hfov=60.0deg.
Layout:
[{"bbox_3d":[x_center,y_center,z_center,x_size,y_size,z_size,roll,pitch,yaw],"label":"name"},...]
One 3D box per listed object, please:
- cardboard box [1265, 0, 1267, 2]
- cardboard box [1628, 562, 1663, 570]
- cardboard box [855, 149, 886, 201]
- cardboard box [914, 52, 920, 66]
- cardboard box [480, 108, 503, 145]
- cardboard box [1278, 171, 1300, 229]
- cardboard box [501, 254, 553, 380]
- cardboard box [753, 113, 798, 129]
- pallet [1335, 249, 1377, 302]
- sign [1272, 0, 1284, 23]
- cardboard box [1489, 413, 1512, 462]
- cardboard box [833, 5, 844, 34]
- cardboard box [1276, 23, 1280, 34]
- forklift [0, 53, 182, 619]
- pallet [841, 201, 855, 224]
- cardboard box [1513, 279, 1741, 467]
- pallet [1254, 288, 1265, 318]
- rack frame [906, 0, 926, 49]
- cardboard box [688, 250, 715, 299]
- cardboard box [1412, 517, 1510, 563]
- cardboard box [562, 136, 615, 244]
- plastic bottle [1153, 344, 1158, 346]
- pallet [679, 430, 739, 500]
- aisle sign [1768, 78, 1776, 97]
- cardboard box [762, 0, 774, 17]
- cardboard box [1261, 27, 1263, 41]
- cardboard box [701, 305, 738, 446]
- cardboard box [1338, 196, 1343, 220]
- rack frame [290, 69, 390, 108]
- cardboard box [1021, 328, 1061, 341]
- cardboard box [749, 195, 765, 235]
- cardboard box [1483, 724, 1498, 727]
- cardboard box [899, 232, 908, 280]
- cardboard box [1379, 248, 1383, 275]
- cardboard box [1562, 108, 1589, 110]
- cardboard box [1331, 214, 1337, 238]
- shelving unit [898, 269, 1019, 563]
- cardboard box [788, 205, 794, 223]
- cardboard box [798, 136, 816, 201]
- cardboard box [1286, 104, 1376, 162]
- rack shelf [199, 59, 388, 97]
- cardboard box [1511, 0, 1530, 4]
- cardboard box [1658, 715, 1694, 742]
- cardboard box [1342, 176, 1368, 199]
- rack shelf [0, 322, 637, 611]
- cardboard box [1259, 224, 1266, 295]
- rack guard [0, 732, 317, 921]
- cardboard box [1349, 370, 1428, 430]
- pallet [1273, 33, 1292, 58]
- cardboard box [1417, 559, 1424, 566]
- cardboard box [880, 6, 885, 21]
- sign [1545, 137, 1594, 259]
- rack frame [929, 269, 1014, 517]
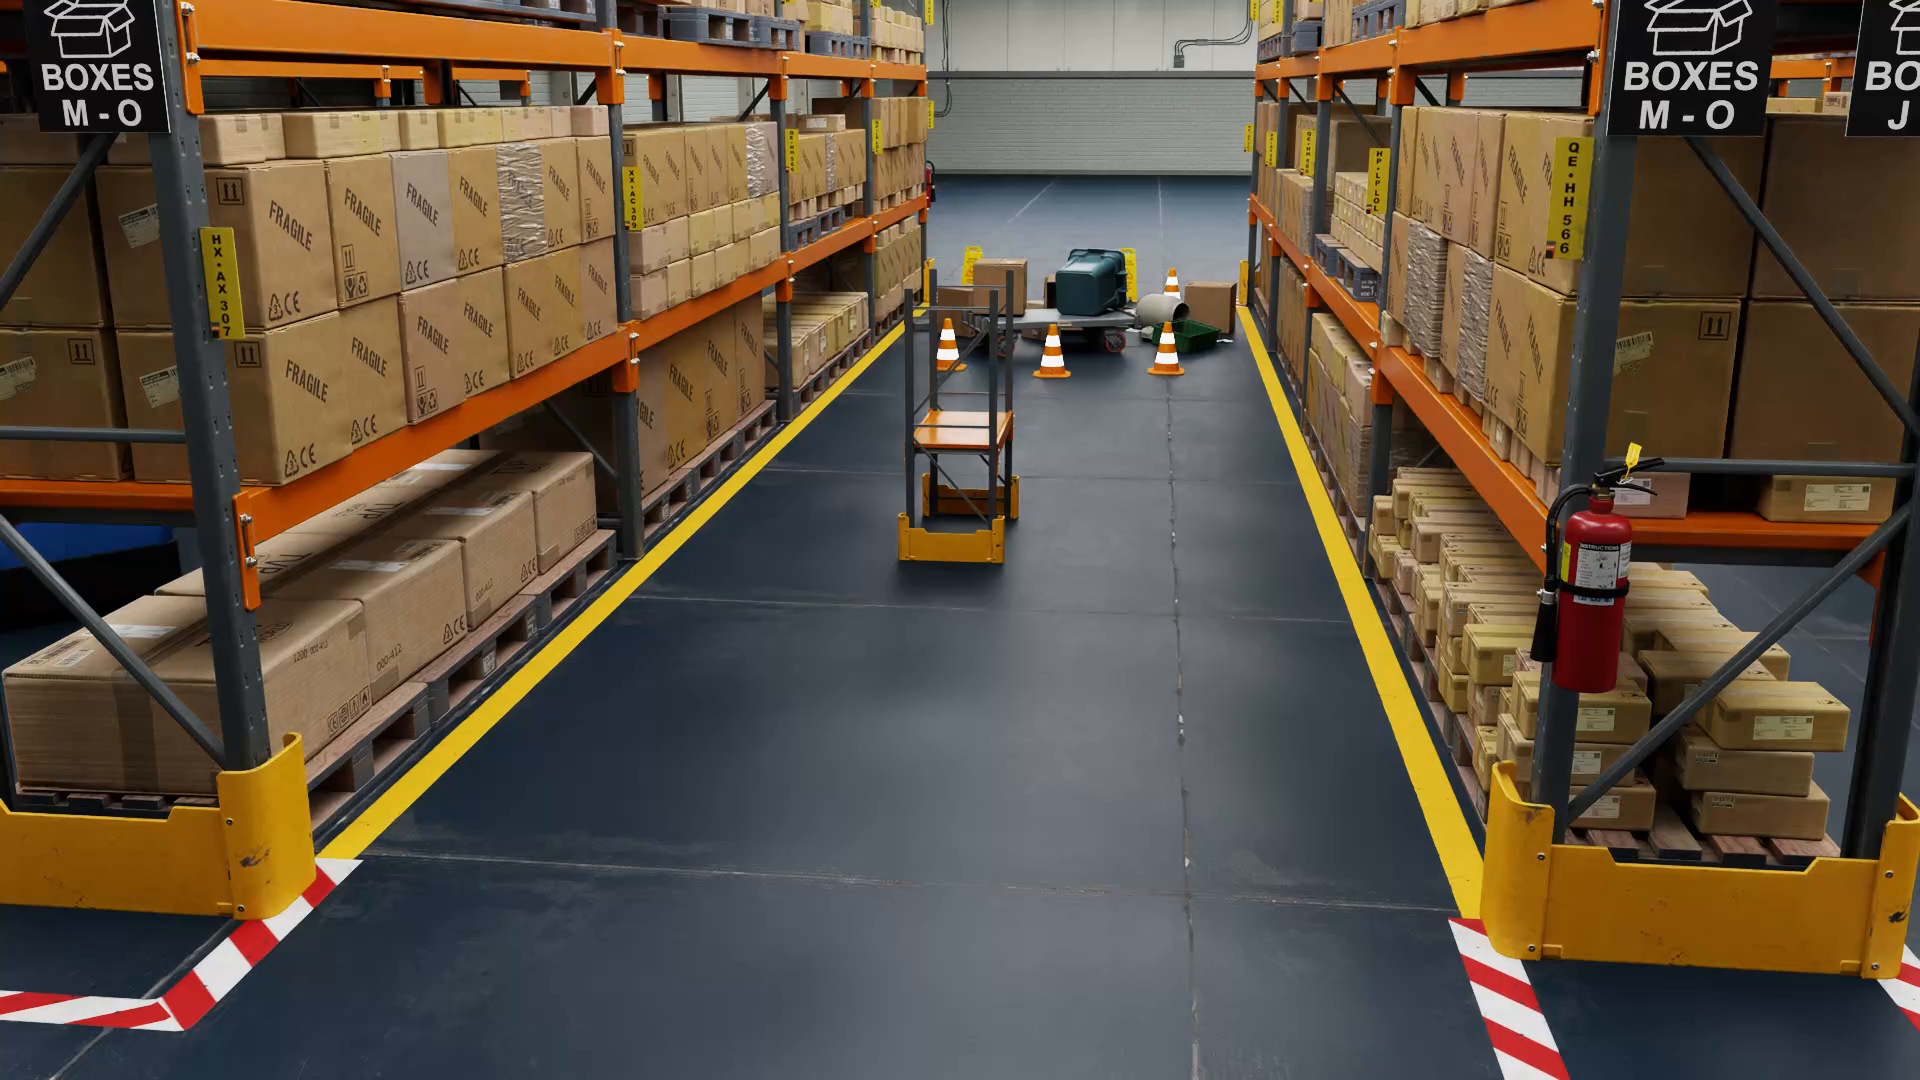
[{"bbox_3d":[3.544,-5.968,18.198,0.380,0.149,0.250,1,15,5],"label":"cardboard box"},{"bbox_3d":[2.667,0.154,6.863,0.380,0.149,0.250,2,15,6],"label":"cardboard box"},{"bbox_3d":[-1.041,-3.726,16.934,0.500,0.500,0.500,2,15,6],"label":"cardboard box"},{"bbox_3d":[-0.674,-5.626,19.458,0.380,0.149,0.250,2,15,7],"label":"cardboard box"},{"bbox_3d":[-2.196,-1.779,7.144,0.380,0.149,0.250,1,15,5],"label":"cardboard box"},{"bbox_3d":[3.180,-3.098,15.180,0.500,0.500,0.500,2,15,7],"label":"cardboard box"},{"bbox_3d":[-2.163,-1.010,7.457,0.500,0.500,0.500,1,15,5],"label":"cardboard box"},{"bbox_3d":[-1.772,-4.025,15.991,0.380,0.149,0.250,2,15,6],"label":"cardboard box"},{"bbox_3d":[2.929,-1.664,10.437,1.003,0.211,1.213,2,15,6],"label":"pallet"},{"bbox_3d":[3.011,-5.061,15.742,0.100,0.325,0.005,2,15,6],"label":"sign"},{"bbox_3d":[2.049,-0.364,5.742,0.380,0.149,0.250,2,15,8],"label":"cardboard box"},{"bbox_3d":[-1.351,-4.720,15.107,0.500,0.250,0.500,2,15,7],"label":"cardboard box"},{"bbox_3d":[3.314,-5.056,16.352,0.380,0.149,0.250,2,15,7],"label":"cardboard box"},{"bbox_3d":[-5.328,-1.323,8.939,1.130,2.935,3.031,-12,19,-38],"label":"forklift"},{"bbox_3d":[-1.598,-3.142,15.902,1.003,0.211,1.213,2,15,6],"label":"pallet"},{"bbox_3d":[2.003,-0.513,5.049,0.500,0.500,0.500,2,15,7],"label":"cardboard box"},{"bbox_3d":[4.001,-2.790,19.577,1.003,0.211,1.213,2,15,6],"label":"pallet"},{"bbox_3d":[-0.916,-7.362,19.648,1.000,3.000,0.127,2,15,6],"label":"rack frame"},{"bbox_3d":[-1.828,-1.654,10.320,0.500,0.250,0.500,2,15,6],"label":"cardboard box"},{"bbox_3d":[2.229,0.004,7.417,0.380,0.149,0.250,2,15,7],"label":"cardboard box"},{"bbox_3d":[-2.049,-1.754,8.295,0.500,0.500,0.500,2,15,6],"label":"cardboard box"},{"bbox_3d":[2.094,-2.006,16.965,0.133,0.061,0.283,-6,16,-23],"label":"plastic bottle"},{"bbox_3d":[-2.123,-0.527,11.207,1.003,0.211,1.213,2,15,6],"label":"pallet"},{"bbox_3d":[9.236,-5.436,19.039,0.394,0.787,0.004,2,15,6],"label":"aisle sign"},{"bbox_3d":[-1.711,-3.989,11.920,0.797,0.503,0.637,1,15,3],"label":"cardboard box"},{"bbox_3d":[3.600,-5.713,18.784,0.380,0.149,0.250,2,15,6],"label":"cardboard box"},{"bbox_3d":[-2.084,-1.160,11.472,0.875,0.875,0.875,2,15,7],"label":"cardboard box"},{"bbox_3d":[2.829,-2.307,11.553,0.380,0.149,0.250,2,15,9],"label":"cardboard box"},{"bbox_3d":[-6.300,-3.574,17.132,1.000,3.000,0.127,2,15,6],"label":"rack frame"},{"bbox_3d":[0.857,-2.257,17.499,0.258,0.266,0.396,-10,18,-32],"label":"cardboard box"},{"bbox_3d":[-1.675,-2.294,11.728,0.500,0.250,0.500,1,15,5],"label":"cardboard box"},{"bbox_3d":[2.104,0.699,5.989,0.380,0.149,0.250,2,15,6],"label":"cardboard box"},{"bbox_3d":[-0.867,-3.222,18.856,0.500,0.500,0.500,1,15,5],"label":"cardboard box"},{"bbox_3d":[2.567,-1.556,9.347,0.380,0.149,0.250,2,15,6],"label":"cardboard box"},{"bbox_3d":[2.751,-1.512,6.830,0.500,0.500,0.500,2,15,8],"label":"cardboard box"},{"bbox_3d":[2.860,-2.243,11.886,0.380,0.149,0.250,1,15,5],"label":"cardboard box"},{"bbox_3d":[0.009,-0.744,9.539,0.587,1.500,1.083,2,15,6],"label":"shelving unit"},{"bbox_3d":[-1.532,-2.624,13.295,0.380,0.149,0.250,1,15,3],"label":"cardboard box"},{"bbox_3d":[-1.486,-3.031,13.558,0.500,0.500,0.500,2,15,9],"label":"cardboard box"},{"bbox_3d":[3.638,-3.997,16.342,0.875,0.550,0.550,2,15,6],"label":"cardboard box"},{"bbox_3d":[-6.525,-4.156,14.916,1.077,0.370,4.000,2,15,6],"label":"rack shelf"},{"bbox_3d":[2.047,-1.830,5.226,0.500,0.250,0.500,2,15,6],"label":"cardboard box"},{"bbox_3d":[2.610,0.636,5.652,0.380,0.149,0.250,2,15,6],"label":"cardboard box"},{"bbox_3d":[2.807,-2.393,11.301,0.380,0.149,0.250,2,15,6],"label":"cardboard box"},{"bbox_3d":[-2.496,-0.488,7.097,1.077,0.370,4.000,2,15,6],"label":"rack shelf"},{"bbox_3d":[4.003,-3.345,19.554,0.875,0.875,0.875,2,15,7],"label":"cardboard box"},{"bbox_3d":[-2.724,0.897,5.388,1.175,0.500,0.348,2,15,6],"label":"rack guard"},{"bbox_3d":[2.493,-0.793,9.394,0.500,0.250,0.500,1,15,5],"label":"cardboard box"},{"bbox_3d":[3.665,-4.926,16.556,1.003,0.211,1.213,2,15,6],"label":"pallet"},{"bbox_3d":[2.337,0.083,7.696,0.380,0.149,0.250,1,15,3],"label":"cardboard box"},{"bbox_3d":[-0.968,-5.349,16.903,0.380,0.149,0.250,1,15,4],"label":"cardboard box"},{"bbox_3d":[1.659,-0.930,4.530,0.100,0.325,0.005,2,15,6],"label":"sign"},{"bbox_3d":[0.067,-0.878,10.036,0.500,1.500,0.032,2,15,6],"label":"rack frame"}]
